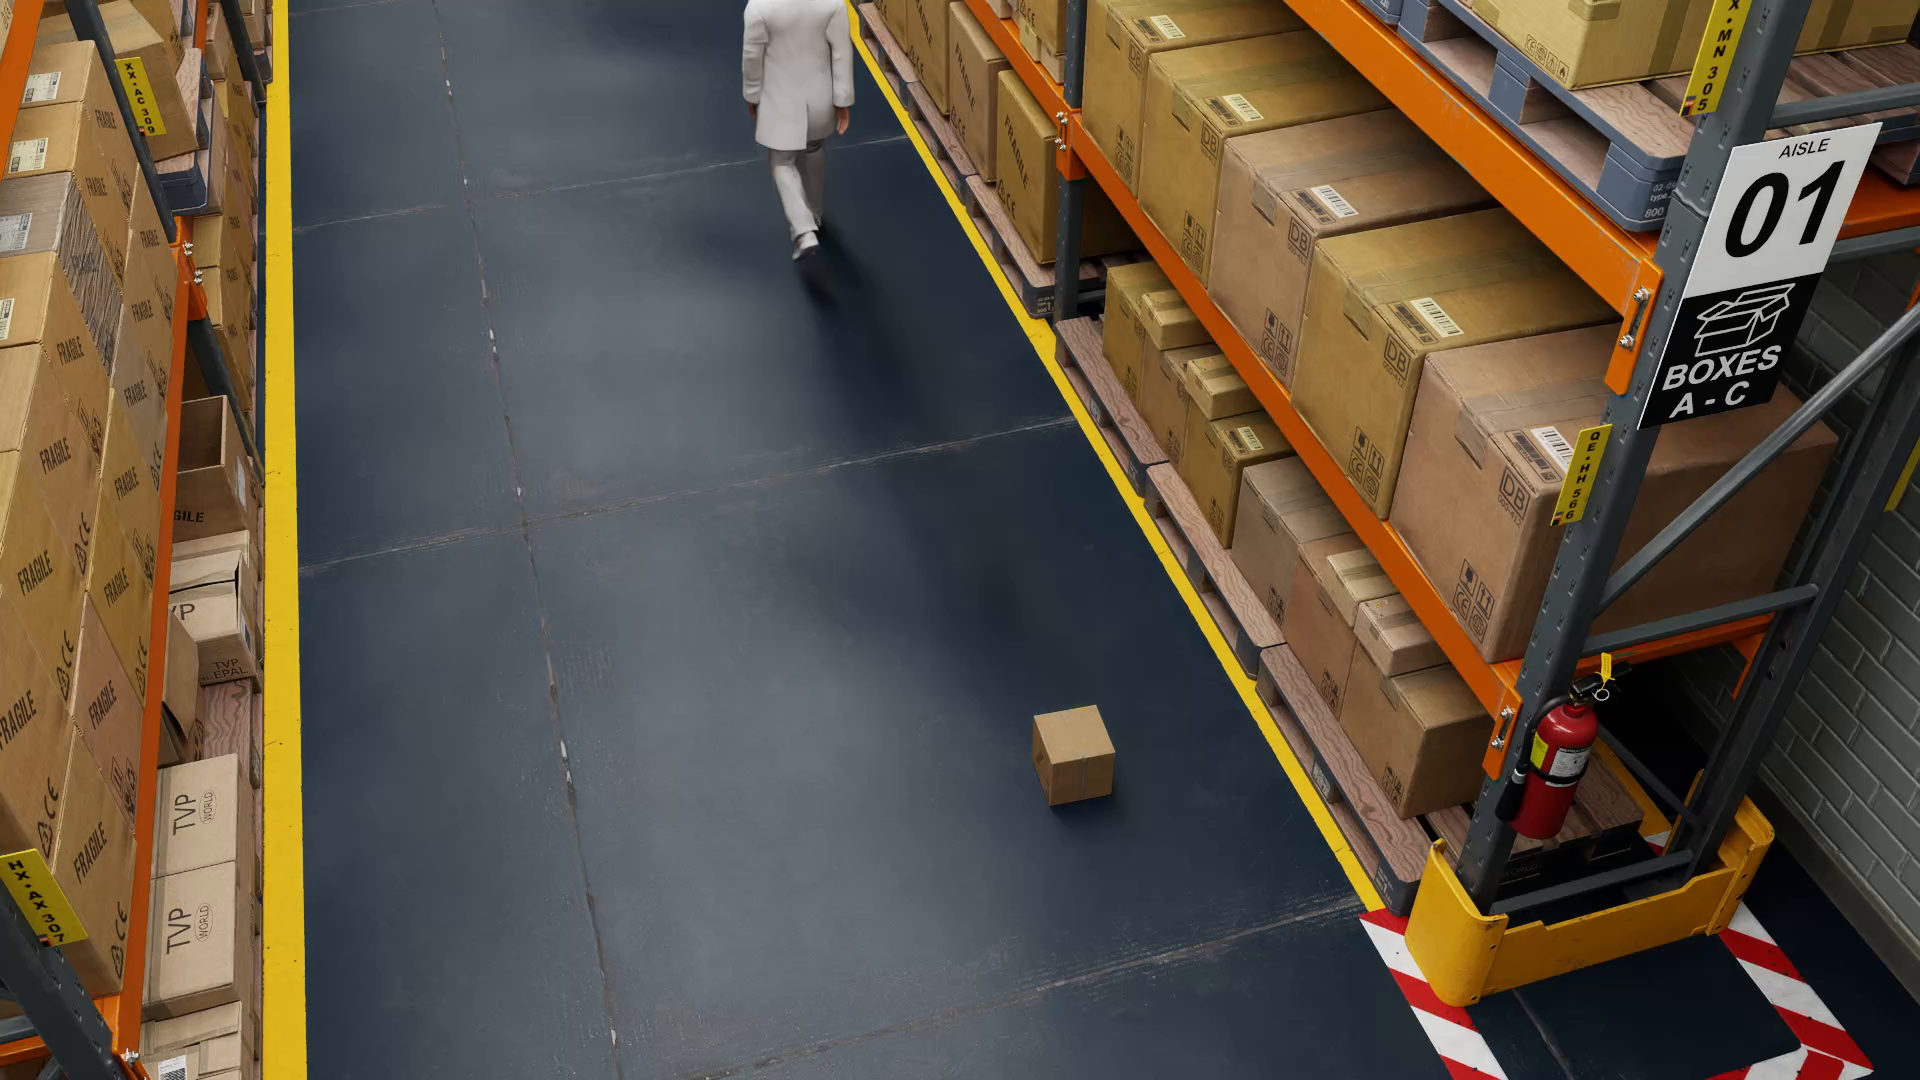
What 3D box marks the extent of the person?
[{"bbox_3d":[-0.846,-2.328,8.780,0.570,1.749,0.993,-12,43,-13],"label":"person"}]
